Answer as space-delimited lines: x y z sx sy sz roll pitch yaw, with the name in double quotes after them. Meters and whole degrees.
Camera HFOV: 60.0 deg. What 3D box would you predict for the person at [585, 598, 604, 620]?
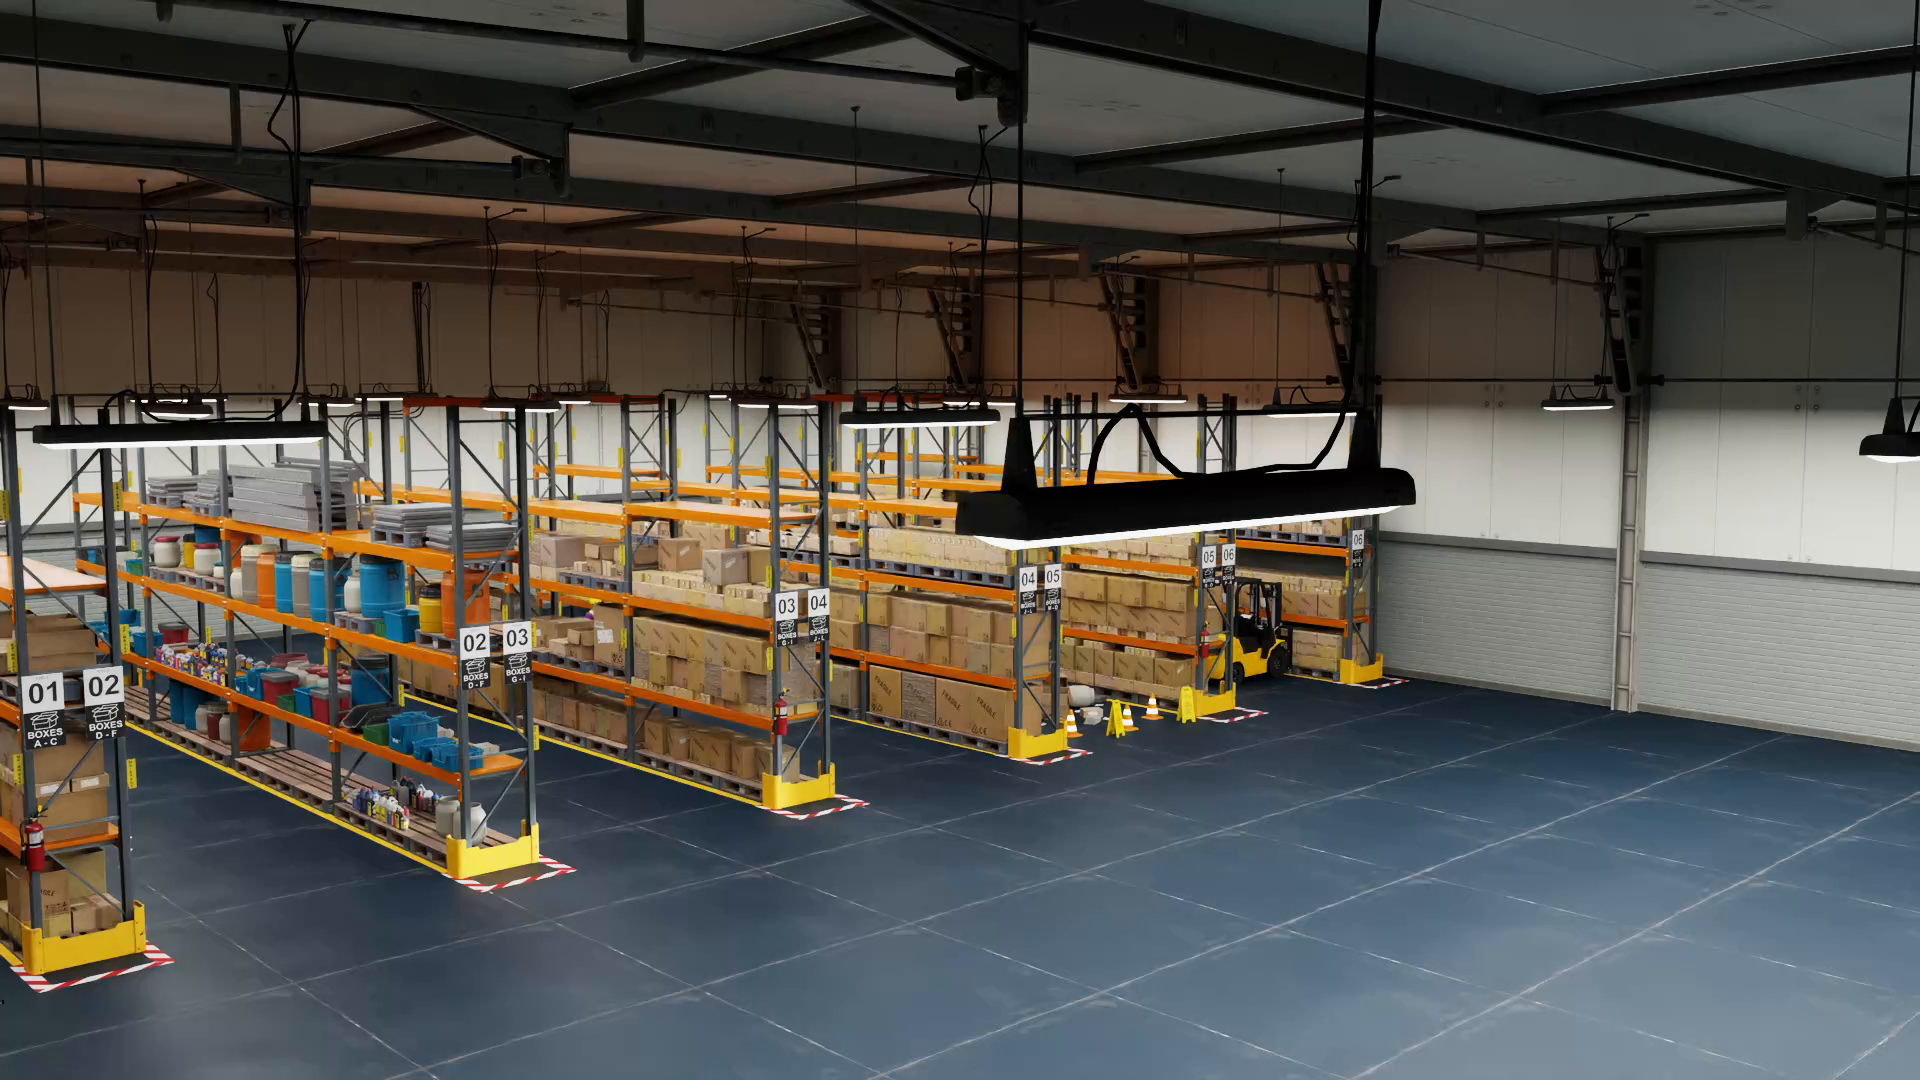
-7.591 2.057 35.090 0.995 1.714 0.677 4 7 39 "person"
